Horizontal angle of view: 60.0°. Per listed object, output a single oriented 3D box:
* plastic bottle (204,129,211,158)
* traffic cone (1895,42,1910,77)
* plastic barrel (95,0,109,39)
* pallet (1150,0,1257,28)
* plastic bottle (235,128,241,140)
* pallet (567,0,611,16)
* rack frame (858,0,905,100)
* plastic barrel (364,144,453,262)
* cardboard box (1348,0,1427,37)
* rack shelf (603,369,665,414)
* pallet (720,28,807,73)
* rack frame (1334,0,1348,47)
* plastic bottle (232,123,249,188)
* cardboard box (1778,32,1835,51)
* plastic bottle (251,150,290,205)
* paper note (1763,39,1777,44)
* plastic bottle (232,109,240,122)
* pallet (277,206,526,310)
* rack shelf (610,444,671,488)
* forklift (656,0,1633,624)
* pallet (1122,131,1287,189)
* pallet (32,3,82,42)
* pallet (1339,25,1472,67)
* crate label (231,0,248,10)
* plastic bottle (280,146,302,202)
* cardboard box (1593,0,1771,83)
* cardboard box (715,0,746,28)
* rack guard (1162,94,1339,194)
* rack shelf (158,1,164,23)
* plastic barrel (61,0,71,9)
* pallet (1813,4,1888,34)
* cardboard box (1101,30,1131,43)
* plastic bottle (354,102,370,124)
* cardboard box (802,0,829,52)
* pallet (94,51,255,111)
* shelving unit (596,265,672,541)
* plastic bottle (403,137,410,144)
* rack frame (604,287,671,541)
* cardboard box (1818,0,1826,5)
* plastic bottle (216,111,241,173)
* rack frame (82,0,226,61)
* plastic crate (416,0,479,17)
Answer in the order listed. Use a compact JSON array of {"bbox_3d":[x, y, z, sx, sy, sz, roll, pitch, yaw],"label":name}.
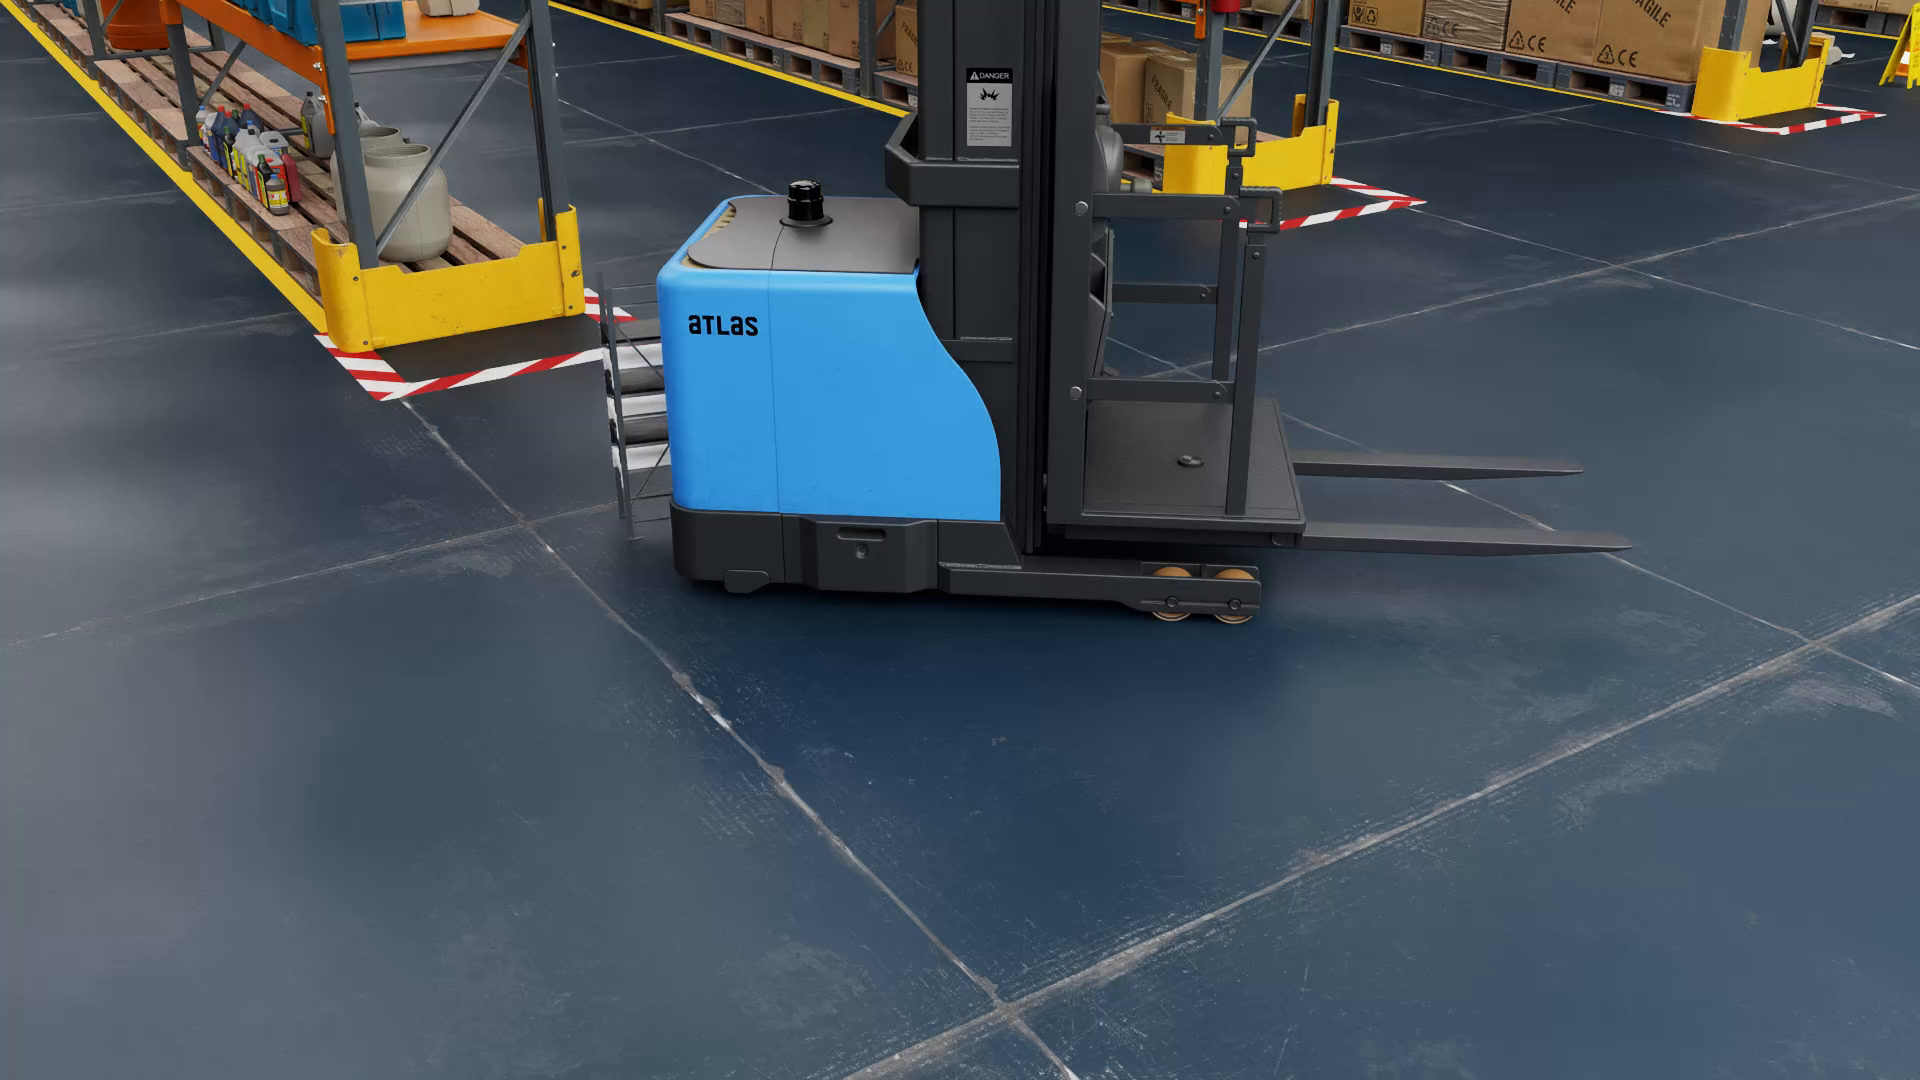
[{"bbox_3d":[-4.570,-2.450,10.189,0.097,0.201,0.097,0,25,0],"label":"plastic bottle"},{"bbox_3d":[8.088,-4.164,14.029,0.336,0.463,0.334,-16,29,-30],"label":"traffic cone"},{"bbox_3d":[-7.336,-4.653,14.516,0.421,0.512,0.421,0,25,0],"label":"plastic barrel"},{"bbox_3d":[2.718,-5.514,17.183,1.003,0.211,1.213,-16,29,-30],"label":"pallet"},{"bbox_3d":[-4.180,-2.274,9.734,0.097,0.271,0.097,0,25,0],"label":"plastic bottle"},{"bbox_3d":[-3.551,-5.865,17.927,1.003,0.211,1.213,-16,29,-30],"label":"pallet"},{"bbox_3d":[-0.338,-4.960,12.743,1.000,3.000,0.127,-16,29,-30],"label":"rack frame"},{"bbox_3d":[-2.728,-1.657,8.169,0.421,0.512,0.421,0,25,0],"label":"plastic barrel"},{"bbox_3d":[4.157,-5.067,14.967,0.875,0.875,0.875,-15,29,-29],"label":"cardboard box"},{"bbox_3d":[-1.066,-0.514,5.652,0.258,0.077,0.200,-8,27,-17],"label":"rack shelf"},{"bbox_3d":[-1.435,-4.414,14.852,1.003,0.211,1.213,-16,29,-30],"label":"pallet"},{"bbox_3d":[3.873,-6.080,15.115,1.000,3.000,0.127,-16,29,-30],"label":"rack frame"},{"bbox_3d":[-4.060,-2.202,9.488,0.144,0.351,0.185,-16,30,-30],"label":"plastic bottle"},{"bbox_3d":[7.741,-4.547,15.208,0.380,0.149,0.250,-1,25,-3],"label":"cardboard box"},{"bbox_3d":[-3.789,-1.993,9.134,0.152,0.276,0.135,-15,29,-29],"label":"plastic bottle"},{"bbox_3d":[7.627,-4.704,15.692,0.148,0.019,0.142,-6,26,-12],"label":"paper note"},{"bbox_3d":[-4.393,-2.476,10.147,0.061,0.283,0.133,-16,29,-30],"label":"plastic bottle"},{"bbox_3d":[-2.824,-1.422,8.515,1.003,0.211,1.213,-16,29,-30],"label":"pallet"},{"bbox_3d":[-1.066,-0.270,5.767,0.258,0.077,0.200,-8,27,-17],"label":"rack shelf"},{"bbox_3d":[0.620,-1.302,5.074,3.031,2.935,1.130,2,25,5],"label":"forklift"},{"bbox_3d":[1.390,-2.594,10.998,1.003,0.211,1.213,-16,29,-30],"label":"pallet"},{"bbox_3d":[-8.469,-5.120,16.349,1.003,0.211,1.213,-16,29,-30],"label":"pallet"},{"bbox_3d":[4.222,-4.528,15.095,1.003,0.211,1.213,-16,29,-30],"label":"pallet"},{"bbox_3d":[-3.536,-2.986,8.520,0.502,0.435,0.616,-16,29,-30],"label":"crate label"},{"bbox_3d":[-3.700,-2.022,9.185,0.061,0.283,0.133,-16,29,-30],"label":"plastic bottle"},{"bbox_3d":[5.631,-4.105,12.929,0.875,0.875,0.875,-15,29,-29],"label":"cardboard box"},{"bbox_3d":[-1.826,-5.029,15.301,0.700,0.500,0.500,-18,31,-34],"label":"cardboard box"},{"bbox_3d":[1.804,-2.426,10.303,1.175,0.500,0.348,-16,29,-30],"label":"rack guard"},{"bbox_3d":[-5.580,-4.196,11.967,1.077,0.370,4.000,-16,29,-30],"label":"rack shelf"},{"bbox_3d":[-8.573,-5.709,16.297,0.600,0.901,0.708,-16,29,-30],"label":"plastic barrel"},{"bbox_3d":[9.031,-5.340,16.813,1.003,0.211,1.213,-16,29,-30],"label":"pallet"},{"bbox_3d":[0.838,-3.250,11.557,0.500,0.500,0.500,-13,28,-25],"label":"cardboard box"},{"bbox_3d":[-3.614,-2.459,10.033,0.144,0.351,0.185,-16,29,-30],"label":"plastic bottle"},{"bbox_3d":[-0.900,-4.428,14.029,0.700,0.500,0.500,-16,29,-30],"label":"cardboard box"},{"bbox_3d":[-6.281,-3.689,13.317,1.003,0.211,1.213,-16,29,-30],"label":"pallet"},{"bbox_3d":[-1.066,-0.463,5.676,0.258,0.900,0.210,-8,27,-17],"label":"shelving unit"},{"bbox_3d":[-3.141,-2.152,9.461,0.061,0.283,0.133,-15,29,-29],"label":"plastic bottle"},{"bbox_3d":[-1.033,-0.422,5.589,0.240,0.900,0.006,-8,27,-17],"label":"rack frame"},{"bbox_3d":[8.653,-5.564,16.752,0.500,0.250,0.500,-16,30,-30],"label":"cardboard box"},{"bbox_3d":[-4.292,-2.354,9.810,0.144,0.351,0.185,-17,30,-32],"label":"plastic bottle"},{"bbox_3d":[-6.672,-5.236,13.328,1.000,3.000,0.127,-16,29,-30],"label":"rack frame"},{"bbox_3d":[-2.523,-2.651,8.160,0.298,0.136,0.250,-16,29,-30],"label":"plastic crate"}]
